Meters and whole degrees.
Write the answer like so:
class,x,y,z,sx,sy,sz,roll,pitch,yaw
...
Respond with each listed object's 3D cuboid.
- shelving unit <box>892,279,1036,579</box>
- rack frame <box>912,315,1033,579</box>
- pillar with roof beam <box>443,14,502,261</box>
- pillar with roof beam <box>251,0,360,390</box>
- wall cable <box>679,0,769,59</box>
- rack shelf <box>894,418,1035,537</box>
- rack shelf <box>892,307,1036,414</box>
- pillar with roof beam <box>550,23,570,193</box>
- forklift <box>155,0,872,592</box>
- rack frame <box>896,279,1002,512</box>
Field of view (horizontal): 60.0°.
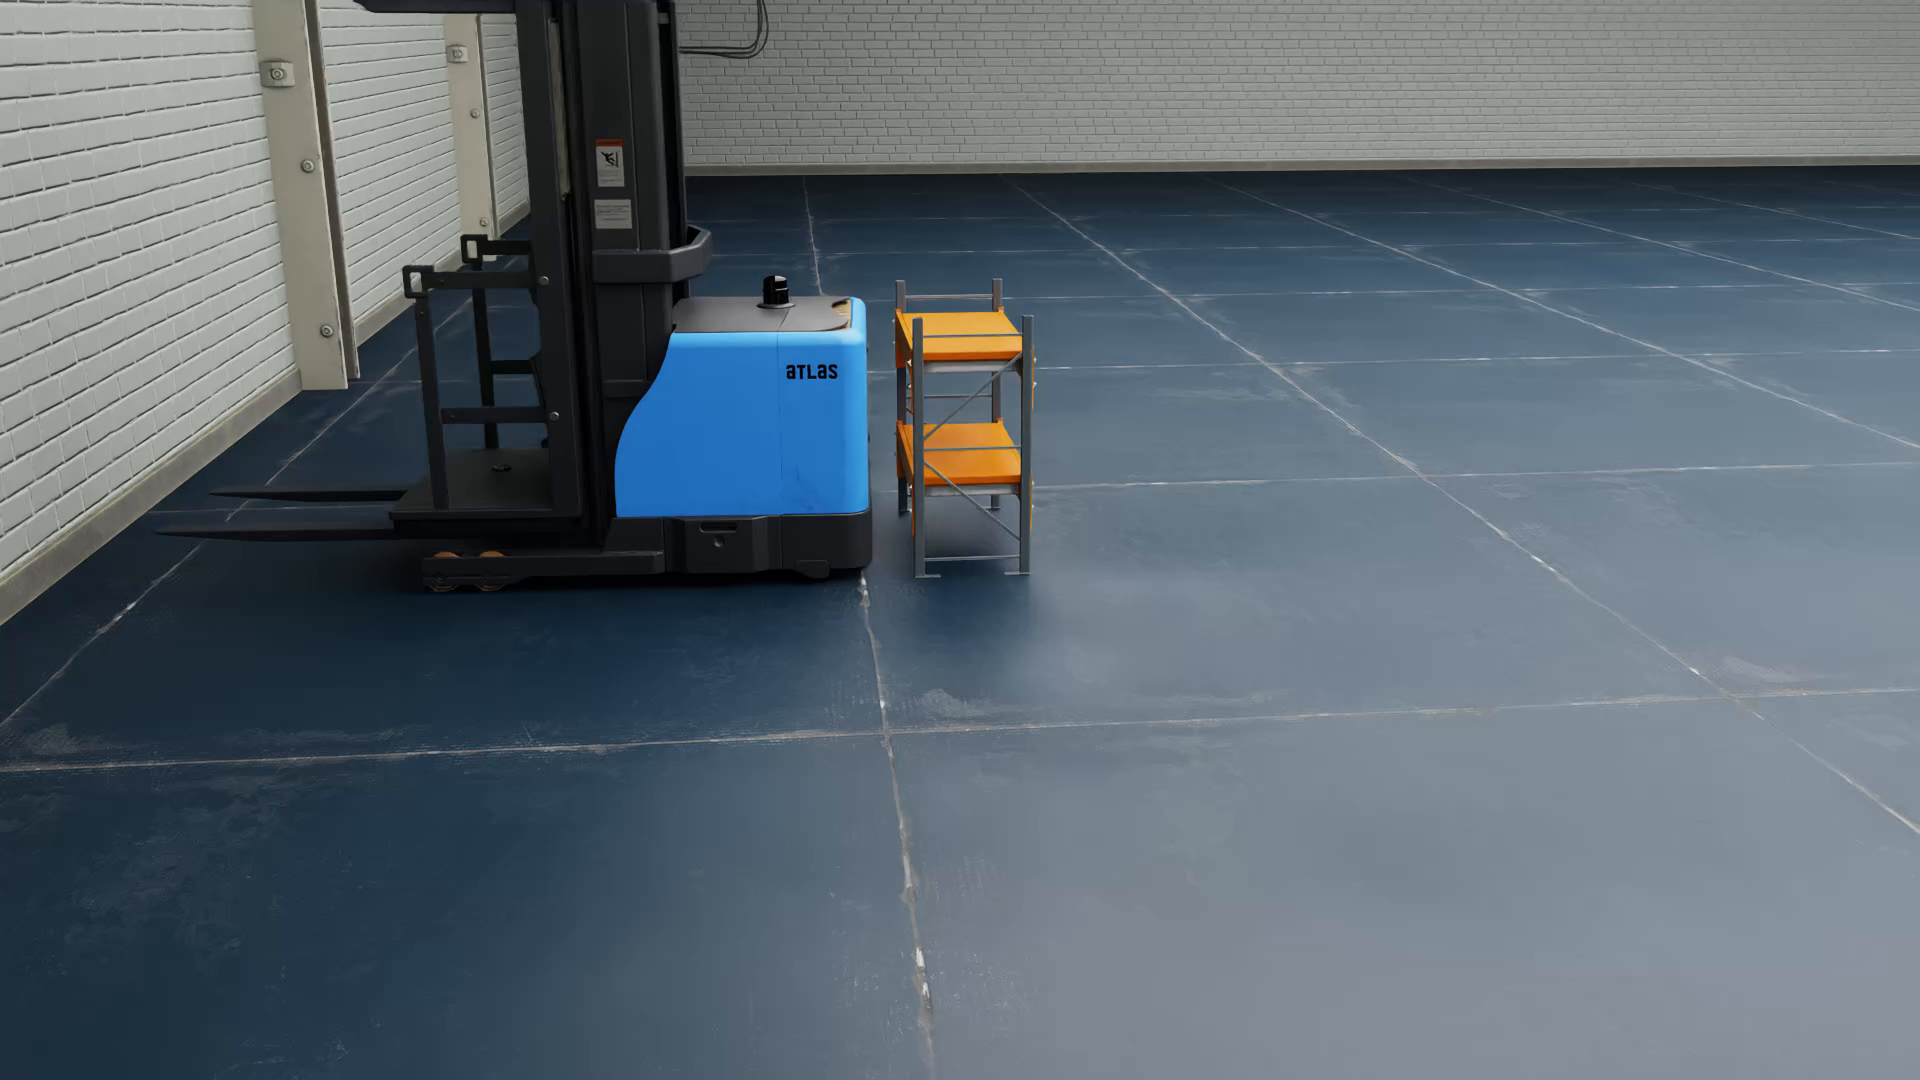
class,x,y,z,sx,sy,sz,roll,pitch,yaw
shelving unit,0.001,-0.535,7.502,0.538,1.125,1.048,-2,18,-6
rack frame,0.053,-0.383,7.020,0.500,1.125,0.032,-2,18,-6
pillar with roof beam,-0.499,-7.248,15.740,9.100,9.000,0.400,-2,18,-6
pillar with roof beam,0.120,-5.460,10.046,9.100,9.000,0.400,-2,18,-6
wall cable,-4.389,-8.340,24.401,3.097,2.526,0.112,-2,18,-6
rack shelf,0.001,-0.301,7.575,0.538,0.278,1.000,-2,18,-6
rack shelf,0.001,-0.814,7.415,0.538,0.278,1.000,-2,18,-6
pillar with roof beam,-1.118,-9.036,21.434,9.100,9.000,0.400,-2,18,-6
forklift,-1.914,-1.342,7.059,3.031,2.935,1.130,-1,17,-3
rack frame,-0.052,-0.686,7.985,0.500,1.125,0.032,-2,18,-6
